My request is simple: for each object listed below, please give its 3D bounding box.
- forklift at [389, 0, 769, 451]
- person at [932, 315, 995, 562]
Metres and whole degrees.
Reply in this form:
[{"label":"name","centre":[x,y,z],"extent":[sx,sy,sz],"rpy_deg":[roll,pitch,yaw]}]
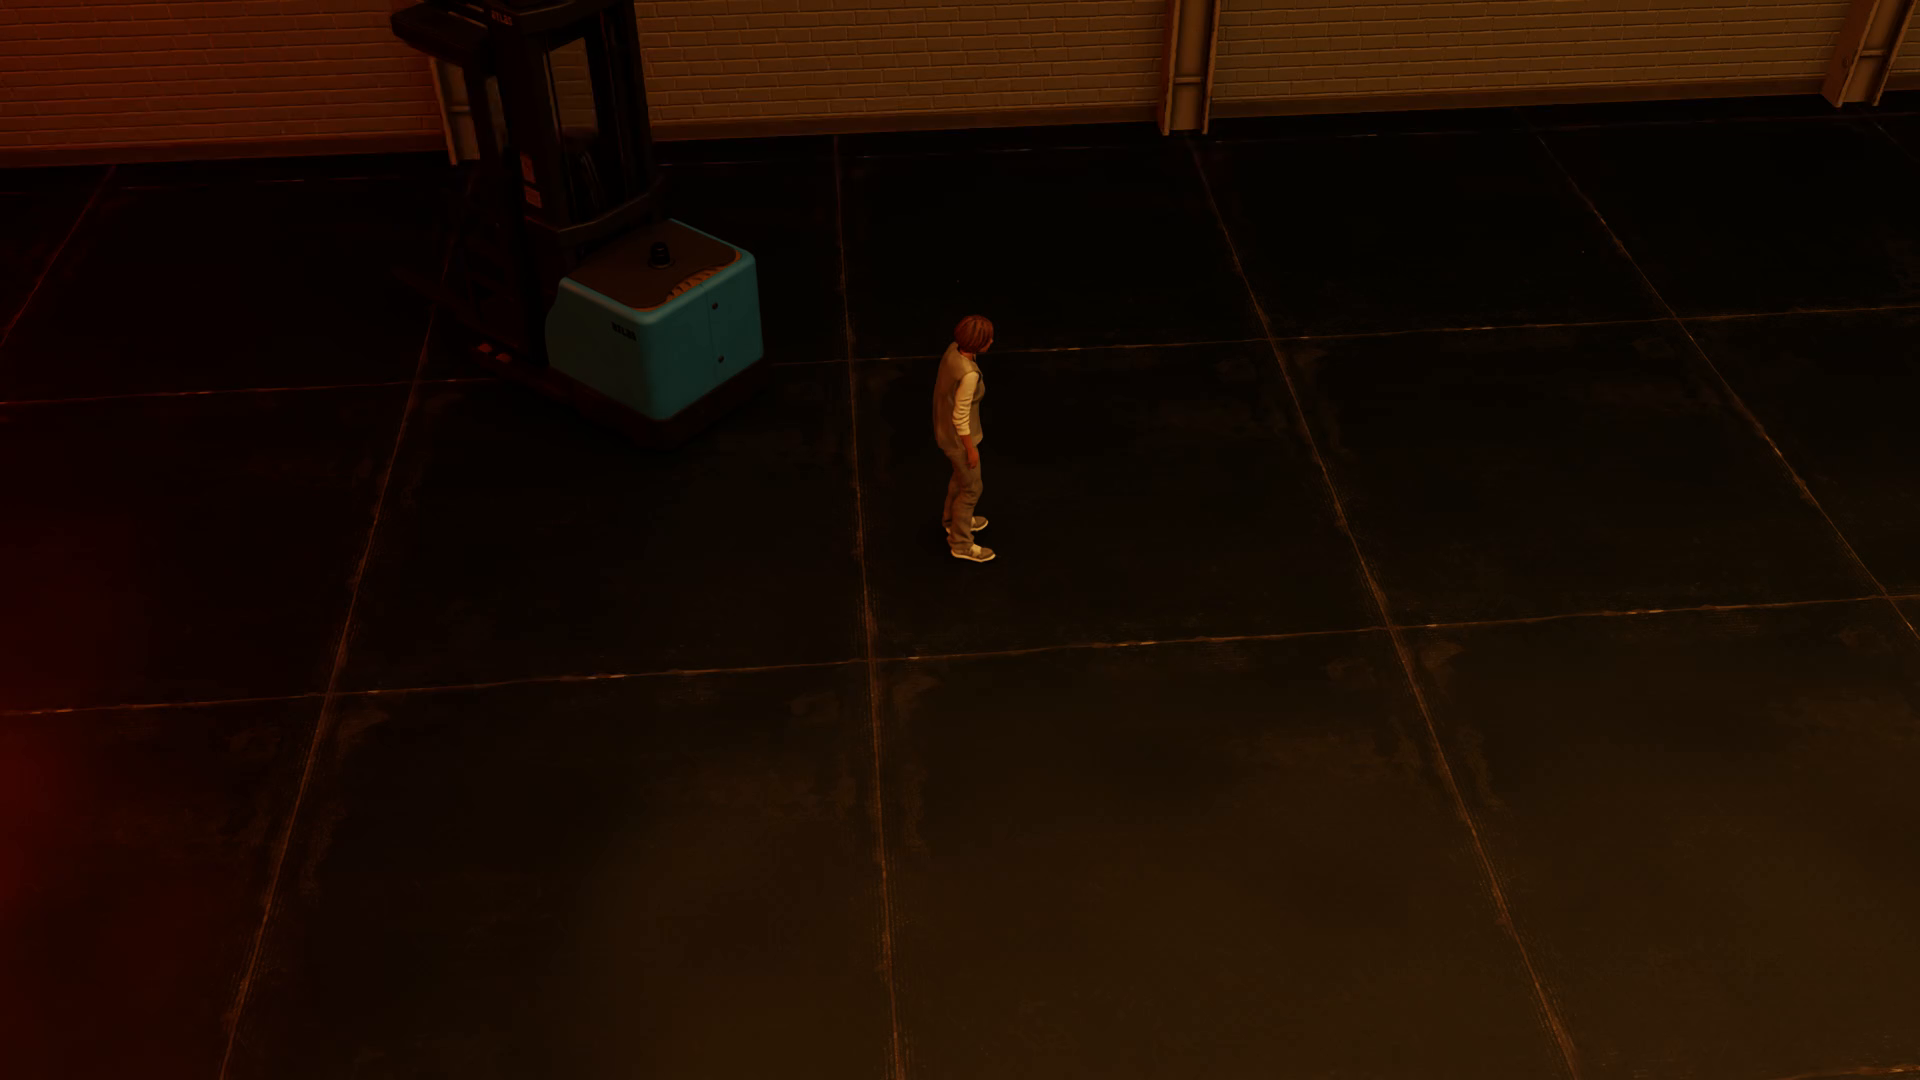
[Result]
[{"label":"forklift","centre":[-2.777,-2.480,10.838],"extent":[3.031,2.935,1.130],"rpy_deg":[27,47,28]},{"label":"person","centre":[0.020,-0.605,9.685],"extent":[0.344,1.581,0.467],"rpy_deg":[-5,41,-5]}]
